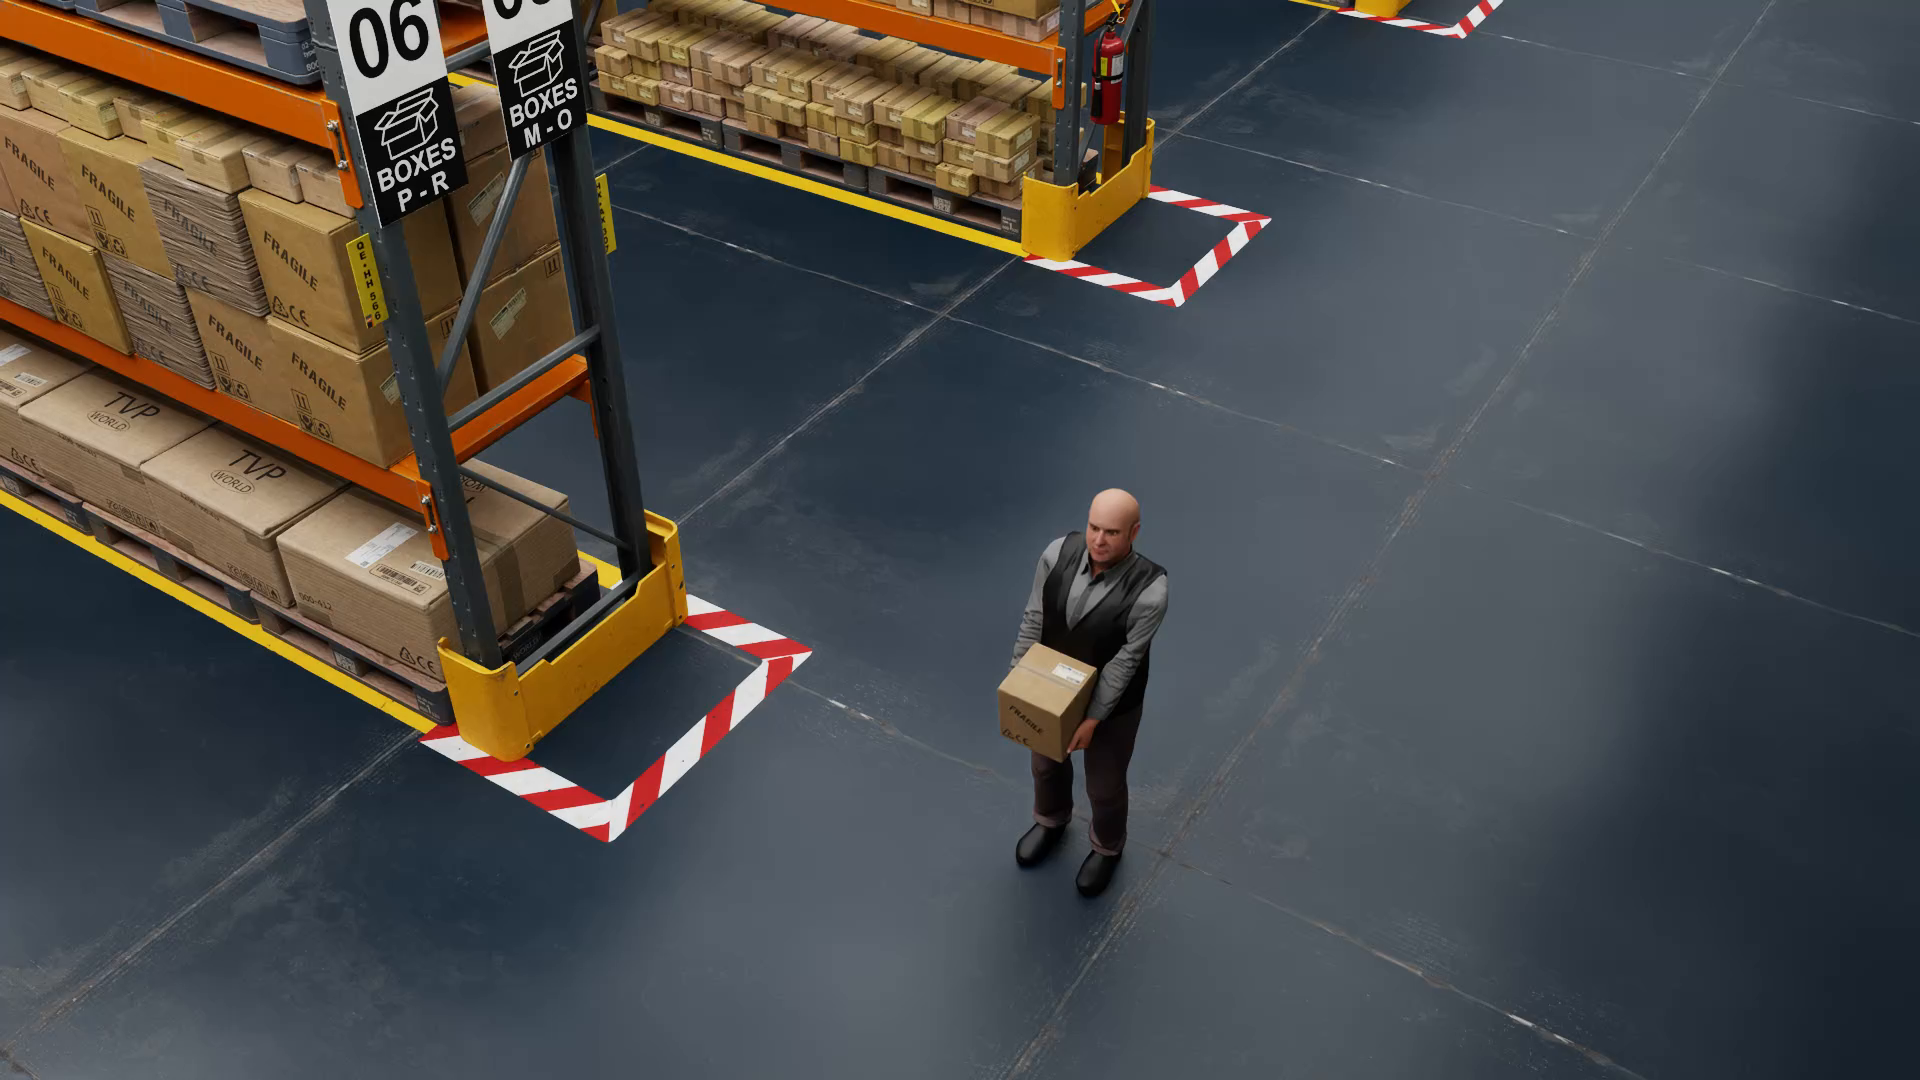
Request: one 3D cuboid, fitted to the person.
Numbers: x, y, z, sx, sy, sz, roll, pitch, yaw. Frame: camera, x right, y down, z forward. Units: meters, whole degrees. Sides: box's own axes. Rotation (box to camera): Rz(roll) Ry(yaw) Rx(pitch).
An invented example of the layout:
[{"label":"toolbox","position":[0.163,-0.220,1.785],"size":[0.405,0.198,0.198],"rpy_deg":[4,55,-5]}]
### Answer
[{"label":"person","position":[0.424,0.598,5.947],"size":[0.494,1.711,0.551],"rpy_deg":[22,43,26]}]
